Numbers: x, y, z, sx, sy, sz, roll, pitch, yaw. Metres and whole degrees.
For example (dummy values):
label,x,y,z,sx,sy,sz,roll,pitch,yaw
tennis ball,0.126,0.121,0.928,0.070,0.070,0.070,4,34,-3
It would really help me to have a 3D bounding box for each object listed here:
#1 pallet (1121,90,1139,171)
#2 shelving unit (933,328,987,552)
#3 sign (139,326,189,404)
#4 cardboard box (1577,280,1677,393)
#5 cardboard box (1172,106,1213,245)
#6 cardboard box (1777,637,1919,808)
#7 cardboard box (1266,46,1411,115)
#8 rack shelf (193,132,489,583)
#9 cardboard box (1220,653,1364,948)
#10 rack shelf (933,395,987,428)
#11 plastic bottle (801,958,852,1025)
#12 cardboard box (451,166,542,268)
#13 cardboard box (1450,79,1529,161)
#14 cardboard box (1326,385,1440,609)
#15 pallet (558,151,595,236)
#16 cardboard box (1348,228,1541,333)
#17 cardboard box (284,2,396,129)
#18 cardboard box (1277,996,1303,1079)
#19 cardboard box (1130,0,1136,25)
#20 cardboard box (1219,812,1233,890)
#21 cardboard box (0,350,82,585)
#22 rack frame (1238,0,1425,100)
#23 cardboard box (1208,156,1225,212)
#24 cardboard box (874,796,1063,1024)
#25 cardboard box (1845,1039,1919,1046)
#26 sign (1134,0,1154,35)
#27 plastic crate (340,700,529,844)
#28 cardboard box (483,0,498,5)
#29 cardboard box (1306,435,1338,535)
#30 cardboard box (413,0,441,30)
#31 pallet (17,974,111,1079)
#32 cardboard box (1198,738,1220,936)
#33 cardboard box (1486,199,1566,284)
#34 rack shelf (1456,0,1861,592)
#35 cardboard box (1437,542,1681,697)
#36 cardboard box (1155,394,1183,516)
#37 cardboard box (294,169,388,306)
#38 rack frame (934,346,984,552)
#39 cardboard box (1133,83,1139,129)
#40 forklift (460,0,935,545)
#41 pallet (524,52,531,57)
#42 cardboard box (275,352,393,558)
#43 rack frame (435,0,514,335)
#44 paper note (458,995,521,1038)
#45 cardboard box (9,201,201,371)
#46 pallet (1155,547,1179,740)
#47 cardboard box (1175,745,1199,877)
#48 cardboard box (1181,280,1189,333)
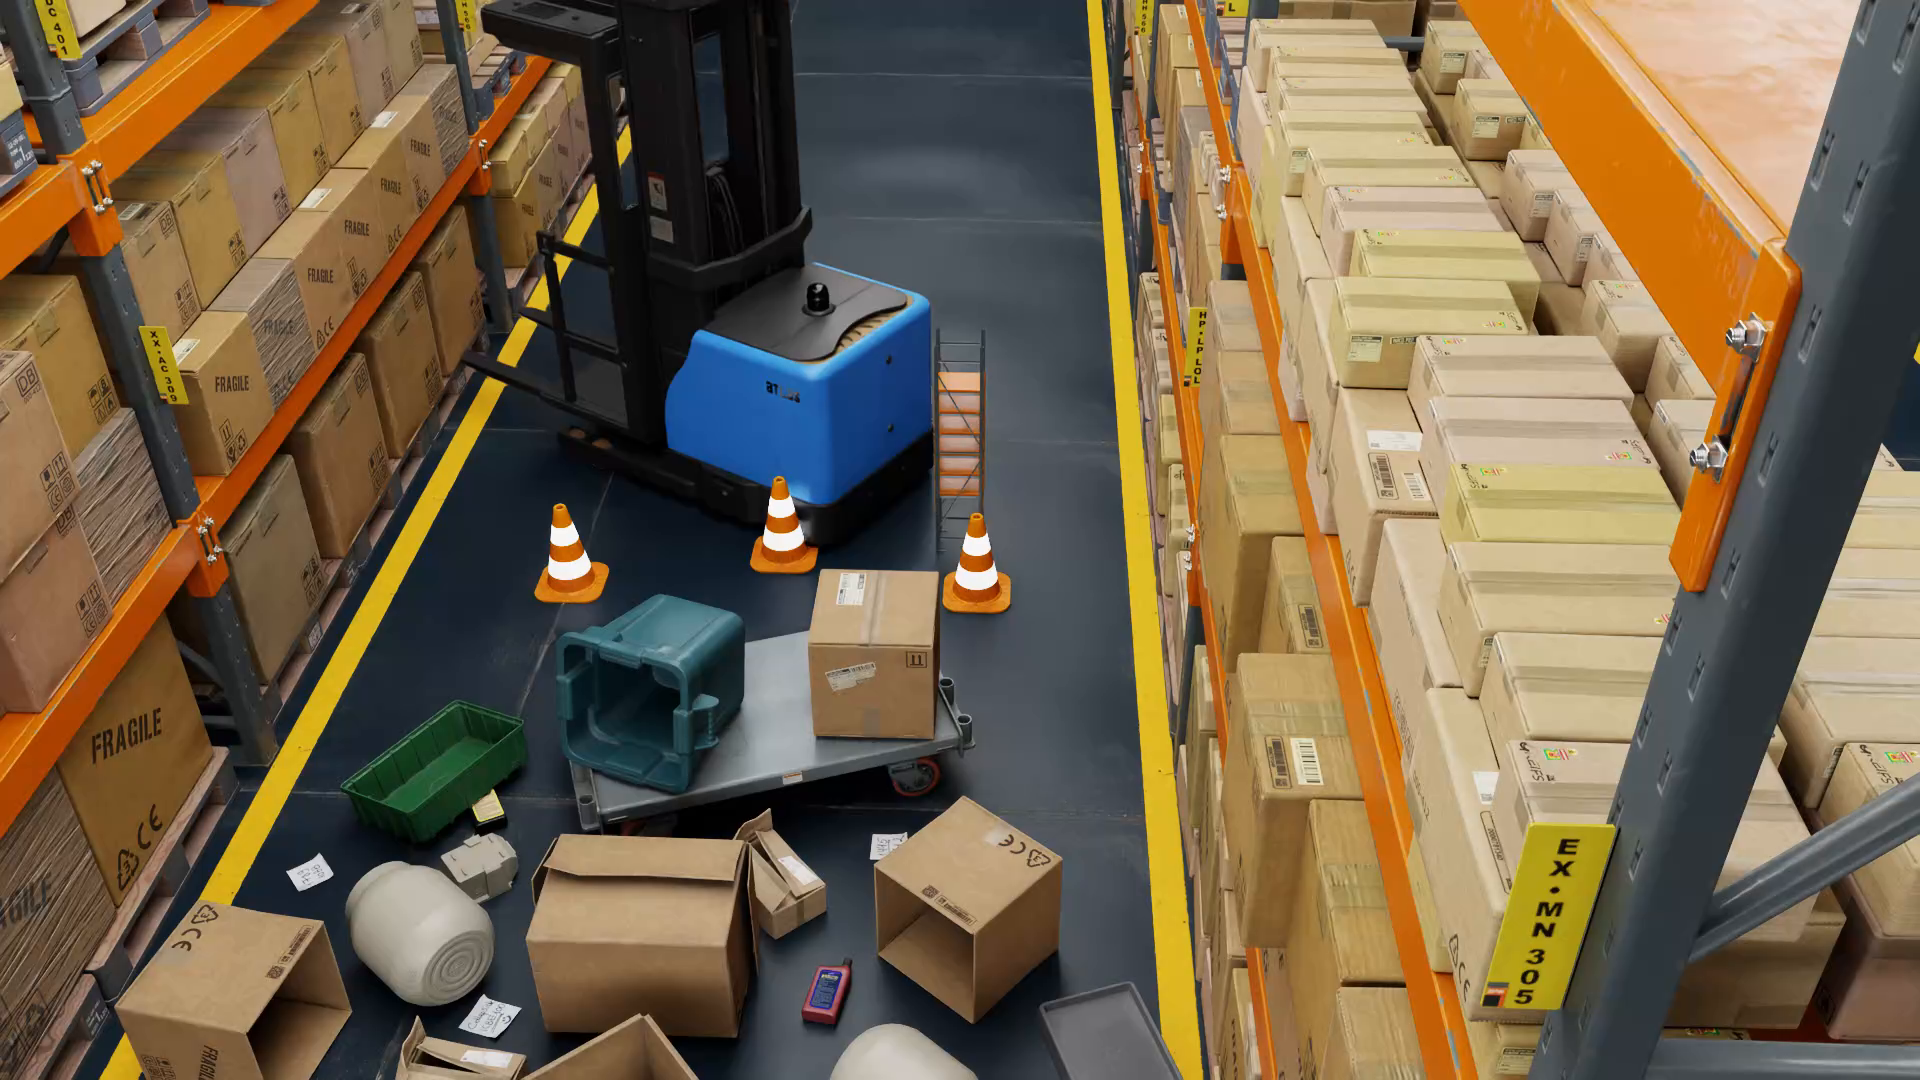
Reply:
label,x,y,z,sx,sy,sz,roll,pitch,yaw
pallet,1.799,-3.227,13.104,1.003,0.211,1.213,1,35,2
shelving unit,-0.001,-0.483,8.339,0.258,1.200,0.189,1,35,2
sign,-2.962,-0.648,6.187,0.100,0.325,0.005,1,35,2
cardboard box,1.583,-0.443,3.633,0.380,0.149,0.250,2,35,3
cardboard box,1.288,-1.705,7.802,0.500,0.500,0.500,0,35,0
cardboard box,1.485,0.286,2.597,0.380,0.149,0.250,1,35,2
cardboard box,1.113,-1.344,4.916,0.380,0.149,0.250,2,35,3
rack shelf,-3.436,-1.128,8.318,1.077,0.370,4.000,1,35,2
cardboard box,1.021,0.625,3.983,0.700,0.500,0.500,1,35,1
rack shelf,-0.001,-0.643,8.226,0.258,0.103,0.180,1,35,2
plastic bottle,-0.492,1.683,6.248,0.133,0.061,0.283,7,36,10
cardboard box,-3.073,-2.121,10.914,0.500,0.500,0.500,0,35,0
cardboard box,1.605,-1.182,4.685,0.380,0.149,0.250,2,35,3
cardboard box,1.062,-0.094,3.484,0.500,0.250,0.500,2,35,3
pallet,-3.271,-2.579,12.181,1.003,0.211,1.213,1,35,2
cardboard box,1.115,-0.599,3.856,0.380,0.149,0.250,2,35,3
cardboard box,-3.403,-2.473,8.650,0.700,0.500,0.500,1,35,1
cardboard box,1.044,1.313,3.874,0.500,0.500,0.500,1,35,2
cardboard box,1.377,-3.532,10.808,0.500,0.250,0.500,0,35,1
cardboard box,1.048,1.017,5.450,0.380,0.149,0.250,3,35,5
cardboard box,-3.472,-0.247,5.368,0.875,0.550,0.550,1,35,2
rack frame,1.434,-2.672,4.671,1.000,3.000,0.127,1,35,2
cardboard box,1.241,-1.484,6.923,0.380,0.149,0.250,0,35,1
cardboard box,0.031,1.389,6.283,0.500,0.500,0.500,28,44,33
cardboard box,1.611,0.773,2.596,0.380,0.149,0.250,1,35,2
sign,1.039,-3.000,9.349,0.100,0.325,0.005,1,35,2
plastic crate,-2.215,0.984,7.083,0.450,0.188,0.662,11,35,32
cardboard box,-3.120,-3.345,10.441,0.380,0.149,0.250,0,35,0
cardboard box,1.025,-0.138,3.894,0.380,0.149,0.250,1,35,1
cardboard box,-3.144,-3.148,9.901,0.380,0.149,0.250,1,35,2
pallet,-3.672,2.005,5.659,1.003,0.211,1.213,1,35,2
cardboard box,1.130,1.070,5.939,0.500,0.500,0.500,3,35,4
cardboard box,1.631,-0.662,4.292,0.500,0.250,0.500,1,35,1
rack shelf,1.353,-1.227,3.244,1.077,0.370,4.000,1,35,2
cardboard box,1.032,0.135,2.811,0.380,0.149,0.250,1,35,1
cardboard box,1.504,-0.428,8.616,0.950,0.372,0.625,2,35,3
cardboard box,-3.164,-1.479,8.105,0.500,0.500,0.500,2,35,3
rack frame,-0.004,-0.430,8.264,0.240,1.200,0.006,1,35,2
cardboard box,1.810,-3.758,12.917,0.875,0.875,0.875,2,35,3
forklift,-1.645,-1.824,8.743,3.031,2.935,1.130,21,40,27
pallet,-3.317,-3.631,11.421,1.003,0.211,1.213,1,35,2
cardboard box,-3.539,-0.438,8.301,1.050,0.750,0.750,1,35,2
rack frame,-3.356,-2.572,9.746,1.000,3.000,0.127,1,35,2
paper note,-1.743,1.767,6.162,0.172,0.023,0.155,13,37,18
cardboard box,-3.503,-1.009,6.566,0.700,0.500,0.500,1,35,1
pallet,1.463,0.476,7.834,1.003,0.211,1.213,1,35,2
cardboard box,1.140,1.069,6.592,0.500,0.250,0.500,0,35,0
cardboard box,1.188,-1.035,7.412,0.380,0.149,0.250,2,35,2
